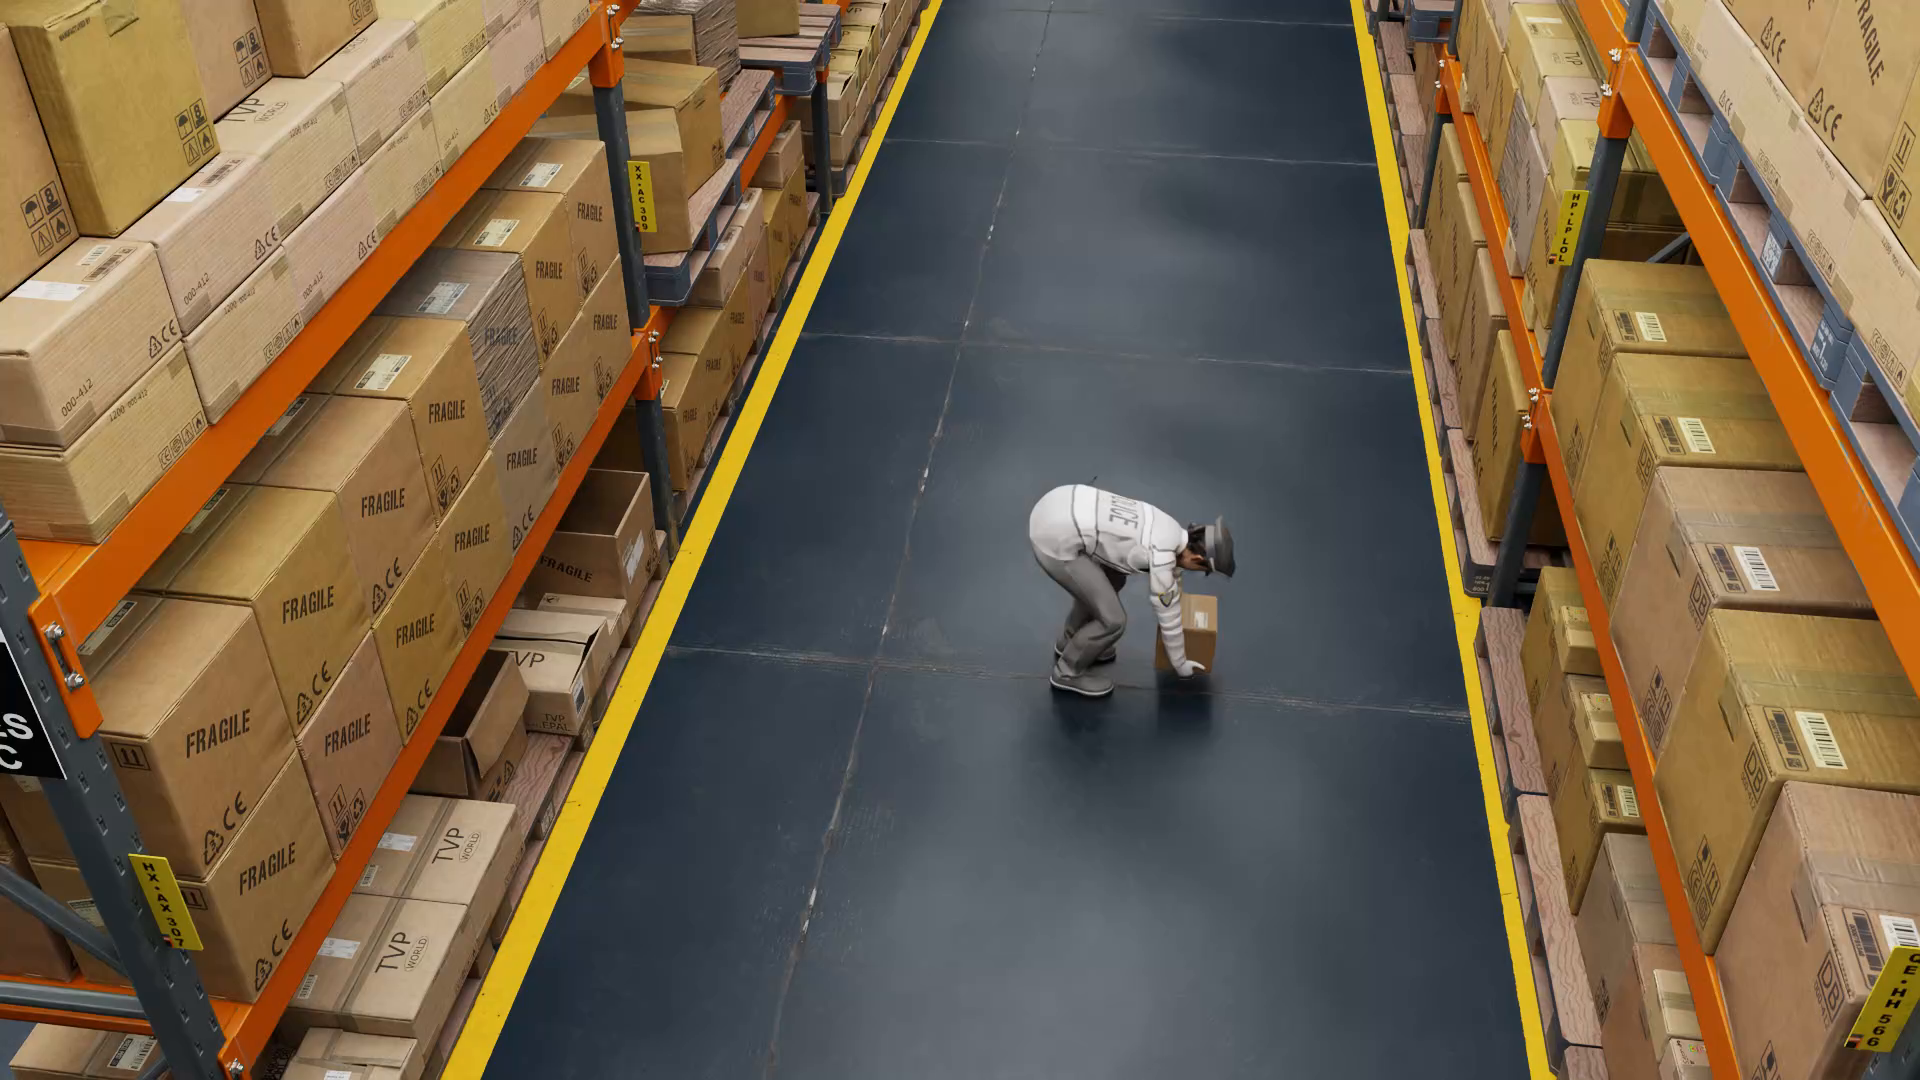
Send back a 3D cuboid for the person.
[{"bbox_3d":[0.747,0.218,7.327,0.901,0.972,0.444,3,36,4],"label":"person"}]
